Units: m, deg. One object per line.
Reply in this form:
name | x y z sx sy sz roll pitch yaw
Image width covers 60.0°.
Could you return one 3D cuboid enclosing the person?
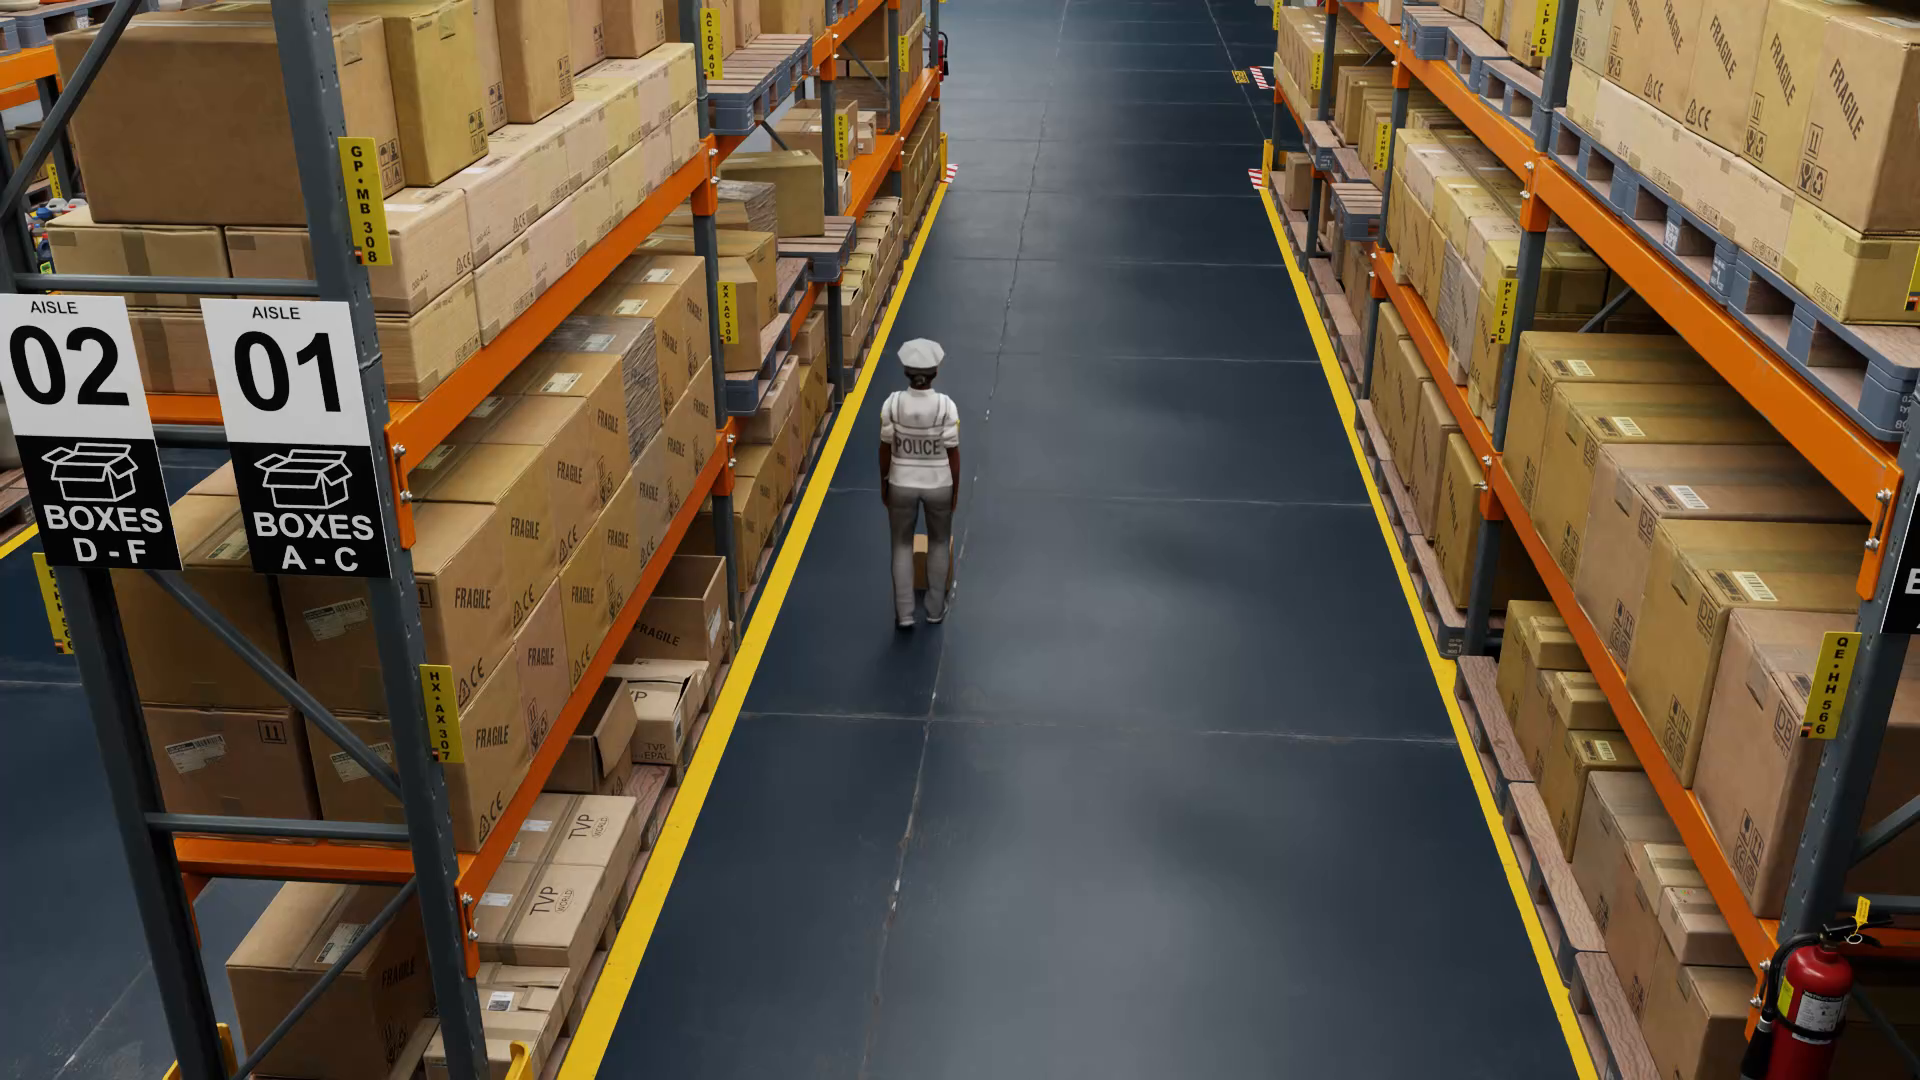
person | -0.221 -0.281 9.288 0.456 1.736 0.393 2 25 4
